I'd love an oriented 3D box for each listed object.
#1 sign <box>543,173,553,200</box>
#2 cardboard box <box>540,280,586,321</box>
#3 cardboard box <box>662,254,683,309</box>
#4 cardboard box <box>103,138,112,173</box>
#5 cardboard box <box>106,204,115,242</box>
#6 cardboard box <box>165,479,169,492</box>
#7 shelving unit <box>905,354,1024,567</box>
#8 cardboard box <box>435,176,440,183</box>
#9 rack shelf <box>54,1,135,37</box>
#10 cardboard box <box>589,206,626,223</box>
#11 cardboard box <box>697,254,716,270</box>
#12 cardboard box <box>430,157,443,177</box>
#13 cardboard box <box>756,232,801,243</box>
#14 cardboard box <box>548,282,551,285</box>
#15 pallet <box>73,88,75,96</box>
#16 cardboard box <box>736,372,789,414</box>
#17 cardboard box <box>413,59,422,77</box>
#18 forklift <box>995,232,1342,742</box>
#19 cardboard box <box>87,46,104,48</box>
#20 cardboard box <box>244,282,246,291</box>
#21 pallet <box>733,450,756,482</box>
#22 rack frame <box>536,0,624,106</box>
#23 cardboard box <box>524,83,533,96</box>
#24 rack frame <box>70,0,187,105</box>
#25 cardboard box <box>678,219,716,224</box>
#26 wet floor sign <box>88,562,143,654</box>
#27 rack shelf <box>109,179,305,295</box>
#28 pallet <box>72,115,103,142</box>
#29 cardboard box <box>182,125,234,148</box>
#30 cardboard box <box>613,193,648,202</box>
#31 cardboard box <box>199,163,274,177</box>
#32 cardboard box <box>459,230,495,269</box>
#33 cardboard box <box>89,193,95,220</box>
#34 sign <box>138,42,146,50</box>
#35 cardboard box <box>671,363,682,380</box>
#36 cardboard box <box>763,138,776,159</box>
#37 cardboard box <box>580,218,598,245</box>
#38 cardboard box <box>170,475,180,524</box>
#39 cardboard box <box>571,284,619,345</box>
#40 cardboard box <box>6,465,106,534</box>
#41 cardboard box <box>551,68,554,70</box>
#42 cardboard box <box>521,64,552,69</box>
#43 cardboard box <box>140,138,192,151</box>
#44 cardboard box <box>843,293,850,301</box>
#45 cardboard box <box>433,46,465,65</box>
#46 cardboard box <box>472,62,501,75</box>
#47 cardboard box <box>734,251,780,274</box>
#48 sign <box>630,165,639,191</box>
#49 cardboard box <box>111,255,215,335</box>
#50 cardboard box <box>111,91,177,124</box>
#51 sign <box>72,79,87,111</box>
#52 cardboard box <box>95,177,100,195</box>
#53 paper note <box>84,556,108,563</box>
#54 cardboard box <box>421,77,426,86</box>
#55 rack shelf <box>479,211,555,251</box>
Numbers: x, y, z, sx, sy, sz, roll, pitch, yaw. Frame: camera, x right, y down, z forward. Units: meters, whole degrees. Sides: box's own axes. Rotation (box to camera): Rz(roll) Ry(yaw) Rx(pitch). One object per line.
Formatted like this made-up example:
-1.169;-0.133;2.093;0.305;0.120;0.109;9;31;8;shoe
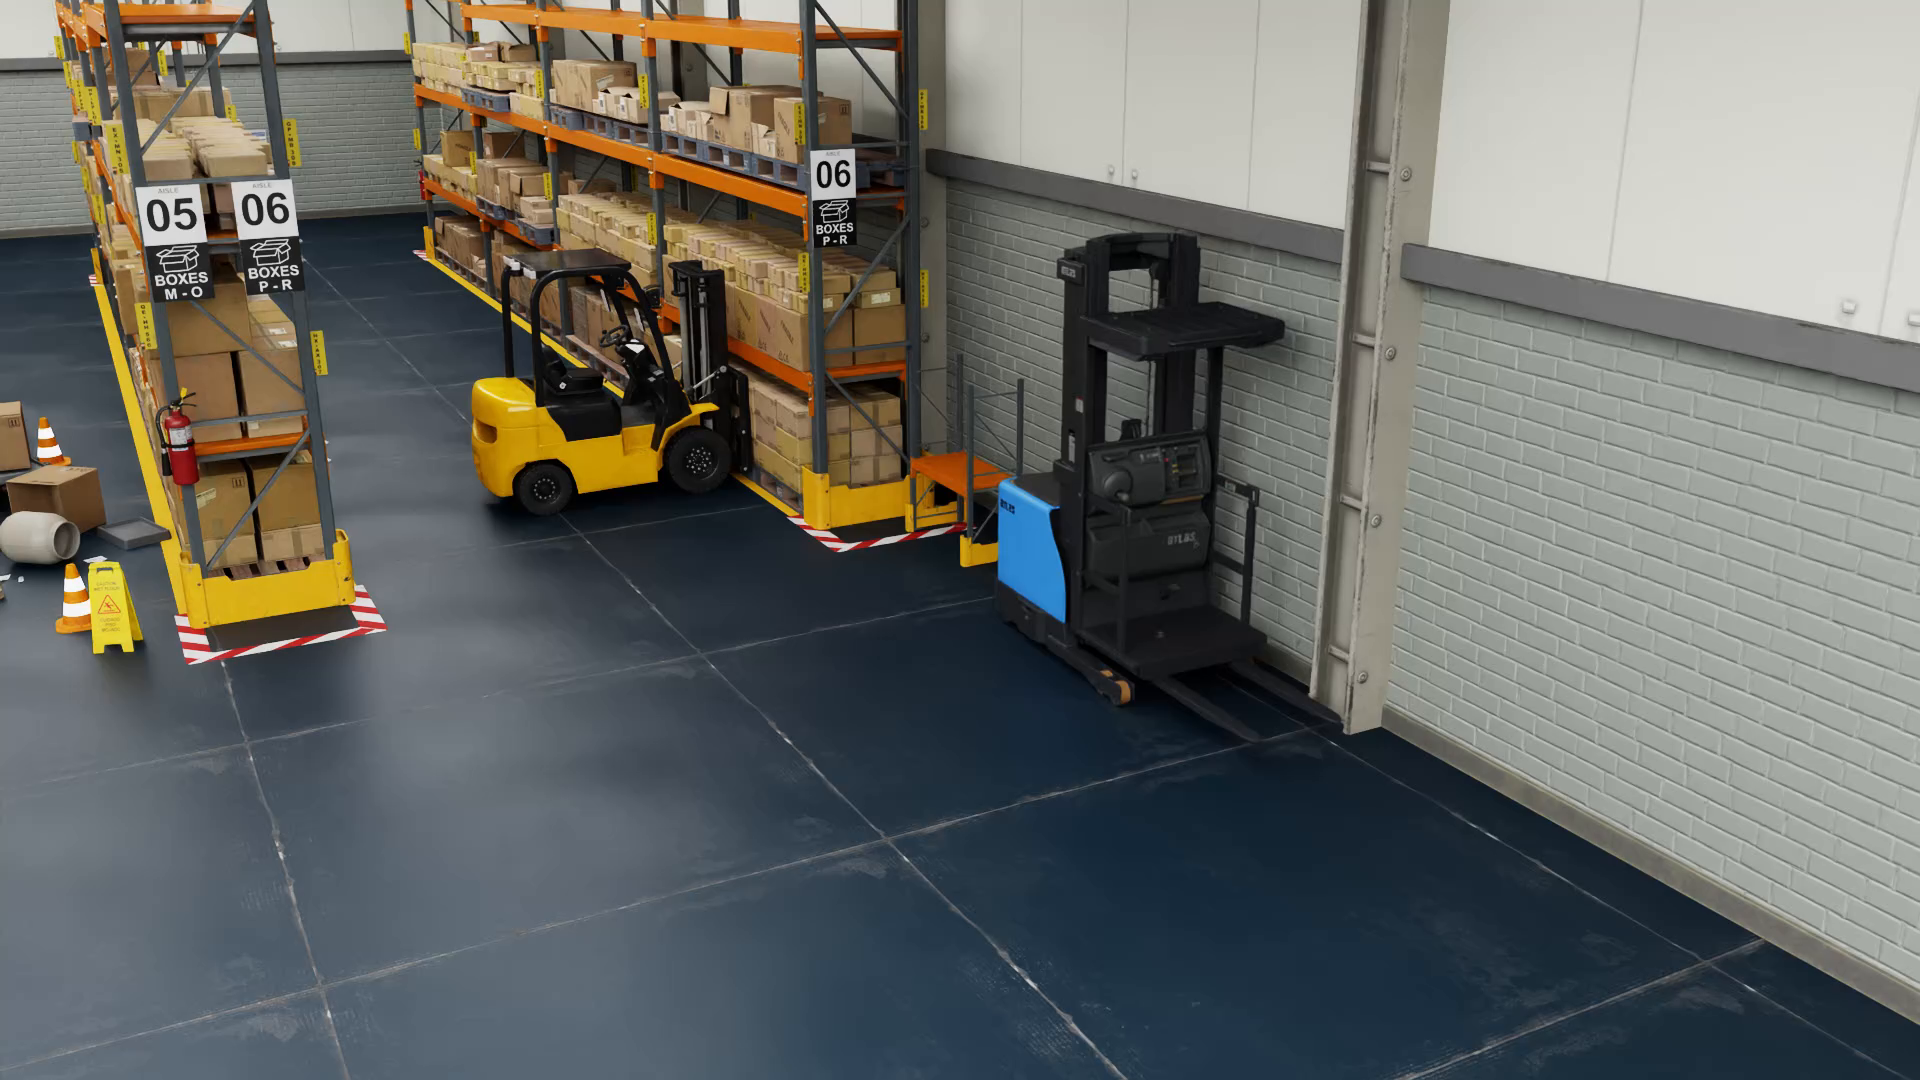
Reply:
-5.082;-4.364;20.526;0.100;0.325;0.005;-10;21;-27;sign
-5.227;-3.191;21.969;0.500;0.500;0.500;-10;22;-27;cardboard box
-2.728;-2.672;17.123;0.500;0.500;0.500;-11;22;-28;cardboard box
-7.108;-3.342;14.392;0.500;0.250;0.500;-10;22;-28;cardboard box
-8.965;-3.392;18.110;0.500;0.500;0.500;-11;22;-28;cardboard box
-6.516;-0.407;14.283;0.500;0.250;0.500;-10;22;-27;cardboard box
0.036;-0.687;13.823;0.587;1.500;1.083;-10;21;-27;shelving unit
-8.332;-5.916;27.062;0.380;0.149;0.250;-9;21;-25;cardboard box
-11.825;-7.200;22.918;1.077;0.370;4.000;-10;21;-27;rack shelf
-4.095;-3.789;19.365;0.380;0.149;0.250;-9;21;-26;cardboard box
-2.342;-2.712;16.244;0.380;0.149;0.250;-10;22;-27;cardboard box
-8.190;-5.990;26.667;0.500;0.250;0.500;-10;21;-26;cardboard box
-1.792;-2.950;16.479;0.380;0.149;0.250;-10;22;-28;cardboard box
-5.223;-3.440;21.697;0.380;0.149;0.250;-11;22;-29;cardboard box
-11.830;-6.281;23.274;1.003;0.211;1.213;-10;21;-27;pallet
-1.799;-1.388;15.595;0.500;0.250;0.500;-10;21;-26;cardboard box
-8.438;-7.555;26.603;0.500;0.250;0.500;-10;22;-27;cardboard box
1.376;-0.459;10.969;1.130;2.935;3.031;-9;21;-25;forklift
-11.949;-6.576;23.043;0.500;0.500;0.500;-10;21;-26;cardboard box
-6.396;-1.975;14.646;0.500;0.500;0.500;-9;21;-25;cardboard box
-1.785;-0.889;16.384;1.003;0.211;1.213;-10;21;-27;pallet
-4.609;-6.777;19.975;1.000;3.000;0.127;-10;21;-27;rack frame
-5.354;-5.762;21.252;0.380;0.149;0.250;-10;21;-27;cardboard box
-8.975;-6.007;17.743;1.000;3.000;0.127;-10;21;-27;rack frame
-2.887;-3.438;18.347;0.380;0.149;0.250;-10;21;-27;cardboard box
-6.028;0.459;11.812;0.267;0.644;0.232;-3;19;-8;wet floor sign
-6.126;-2.526;13.359;1.077;0.370;4.000;-10;21;-27;rack shelf
-9.328;-4.676;18.775;1.213;0.211;1.003;-9;21;-24;pallet
-6.225;-3.345;13.791;0.380;0.149;0.250;-10;22;-28;cardboard box
-4.054;-4.175;20.484;0.380;0.149;0.250;-9;21;-25;cardboard box
-5.412;-2.694;12.515;0.500;0.250;0.500;-10;22;-27;cardboard box
-7.336;-4.515;25.804;0.700;0.500;0.500;-11;22;-29;cardboard box
-11.821;-4.749;23.142;0.500;0.500;0.500;-10;22;-27;cardboard box
-12.290;-7.347;24.989;0.100;0.325;0.005;-10;21;-27;sign
-2.751;-1.741;17.383;0.500;0.250;0.500;-10;21;-27;cardboard box
-1.471;-3.380;14.318;0.380;0.149;0.250;-11;22;-28;cardboard box
-4.144;-3.644;19.557;0.500;0.250;0.500;-11;22;-28;cardboard box
-6.037;-0.466;13.306;0.500;0.500;0.500;-9;21;-25;cardboard box
-4.325;-2.836;20.747;0.875;0.625;0.625;-9;21;-25;cardboard box
-7.765;-0.324;14.299;0.500;0.500;0.500;4;19;11;cardboard box
-5.195;-6.120;21.832;0.380;0.149;0.250;-10;21;-27;cardboard box
-5.695;-6.328;22.404;0.380;0.149;0.250;-10;21;-26;cardboard box
-6.109;-2.984;12.743;0.380;0.149;0.250;-11;22;-28;cardboard box
-0.916;-2.197;14.751;0.380;0.149;0.250;-10;21;-27;cardboard box
-7.692;-7.359;25.269;0.500;0.250;0.500;-9;21;-25;cardboard box
-6.480;-6.476;22.834;0.380;0.149;0.250;-10;22;-28;cardboard box
-1.860;-2.560;15.347;0.380;0.149;0.250;-10;21;-26;cardboard box
-4.122;-4.575;21.016;0.100;0.325;0.005;-10;21;-27;sign
-6.178;-1.925;12.968;0.700;0.500;0.500;-10;22;-27;cardboard box
-7.463;-3.951;15.204;0.500;0.250;0.500;-9;21;-25;cardboard box
-9.468;-4.787;17.893;0.100;0.325;0.005;-10;21;-27;sign
-9.702;-3.945;19.278;0.500;0.500;0.500;-10;21;-26;cardboard box
-7.082;0.156;13.631;0.148;0.019;0.142;16;25;39;paper note
-8.461;-7.409;26.791;0.380;0.149;0.250;-9;21;-26;cardboard box
-5.559;-4.175;22.734;1.077;0.370;4.000;-10;21;-27;rack shelf
